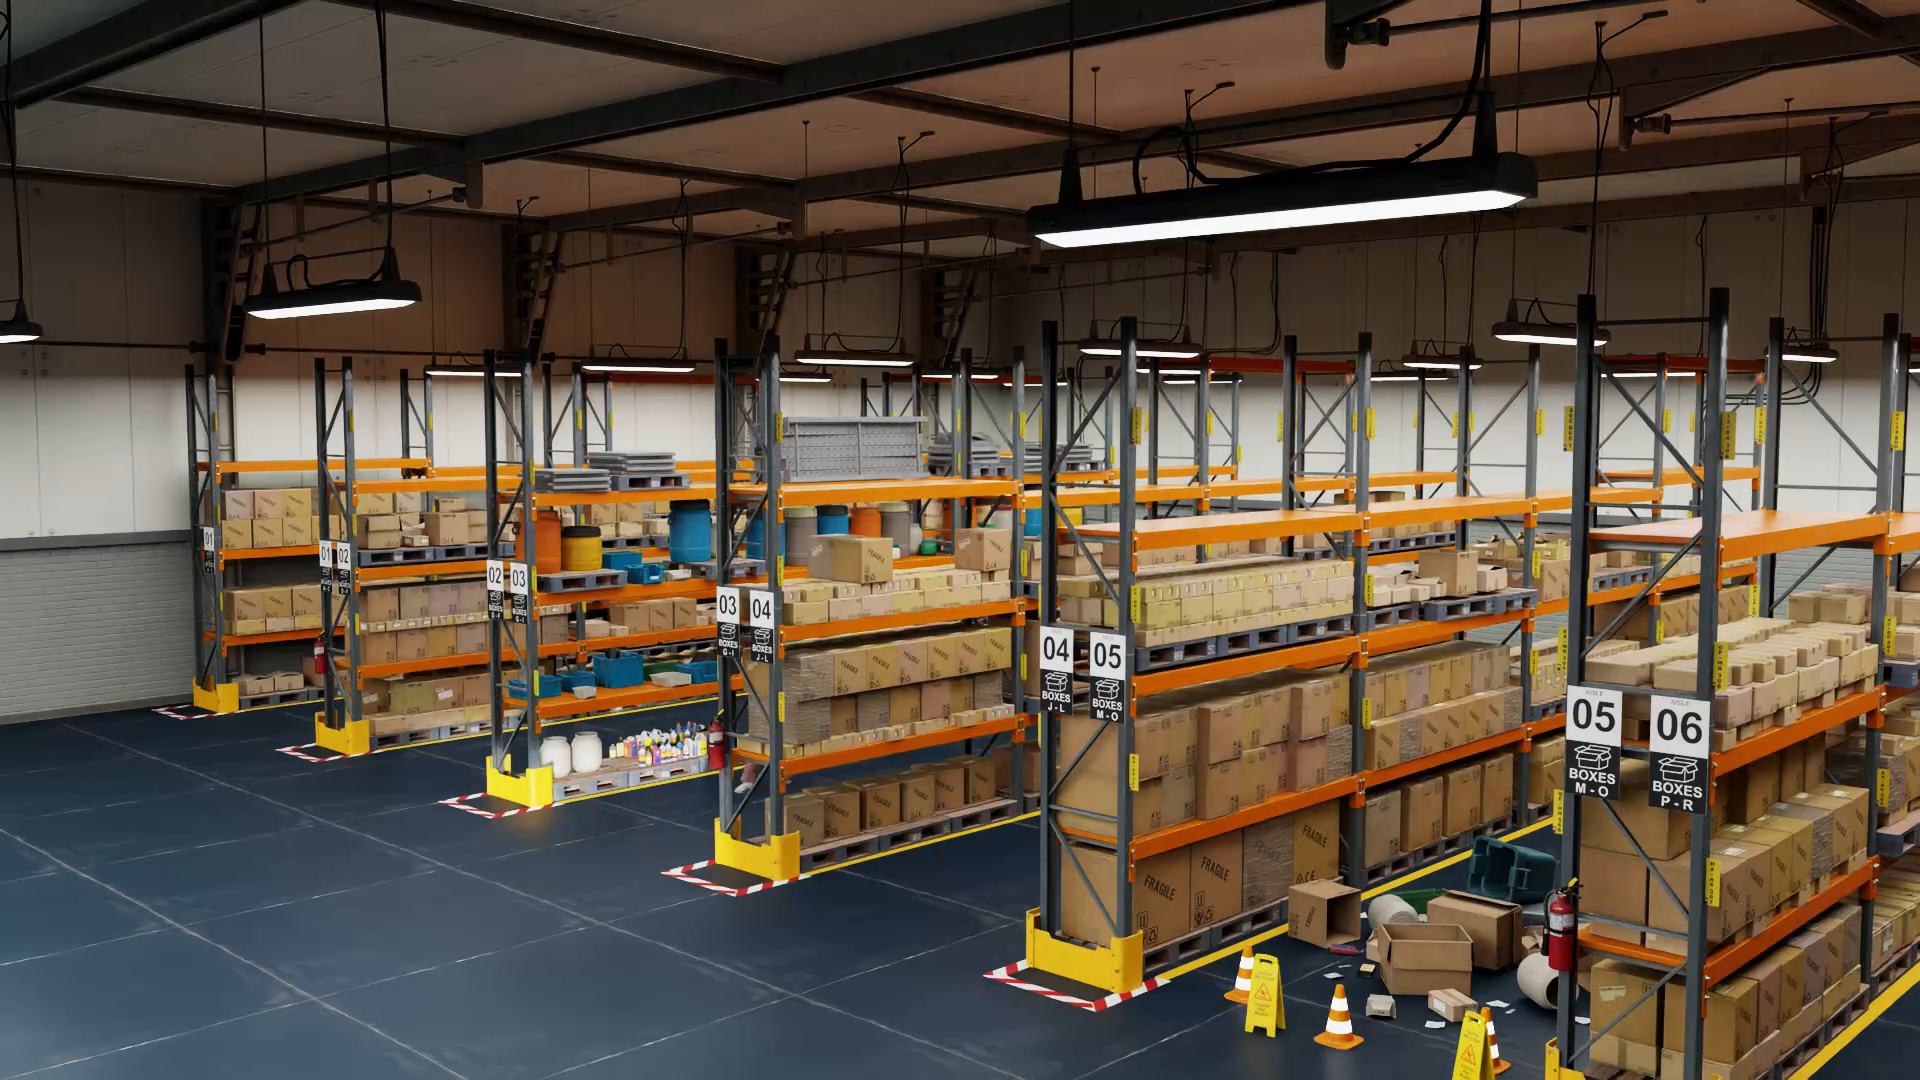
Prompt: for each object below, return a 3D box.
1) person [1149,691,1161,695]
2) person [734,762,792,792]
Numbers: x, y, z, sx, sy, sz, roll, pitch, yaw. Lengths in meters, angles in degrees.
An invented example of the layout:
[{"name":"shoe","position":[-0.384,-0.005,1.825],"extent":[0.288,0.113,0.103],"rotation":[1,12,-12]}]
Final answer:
[{"name":"person","position":[2.596,2.617,21.689],"extent":[0.543,1.790,0.552],"rotation":[-4,6,-43]},{"name":"person","position":[-2.690,2.584,22.722],"extent":[0.883,1.641,0.464],"rotation":[-4,6,-42]}]
